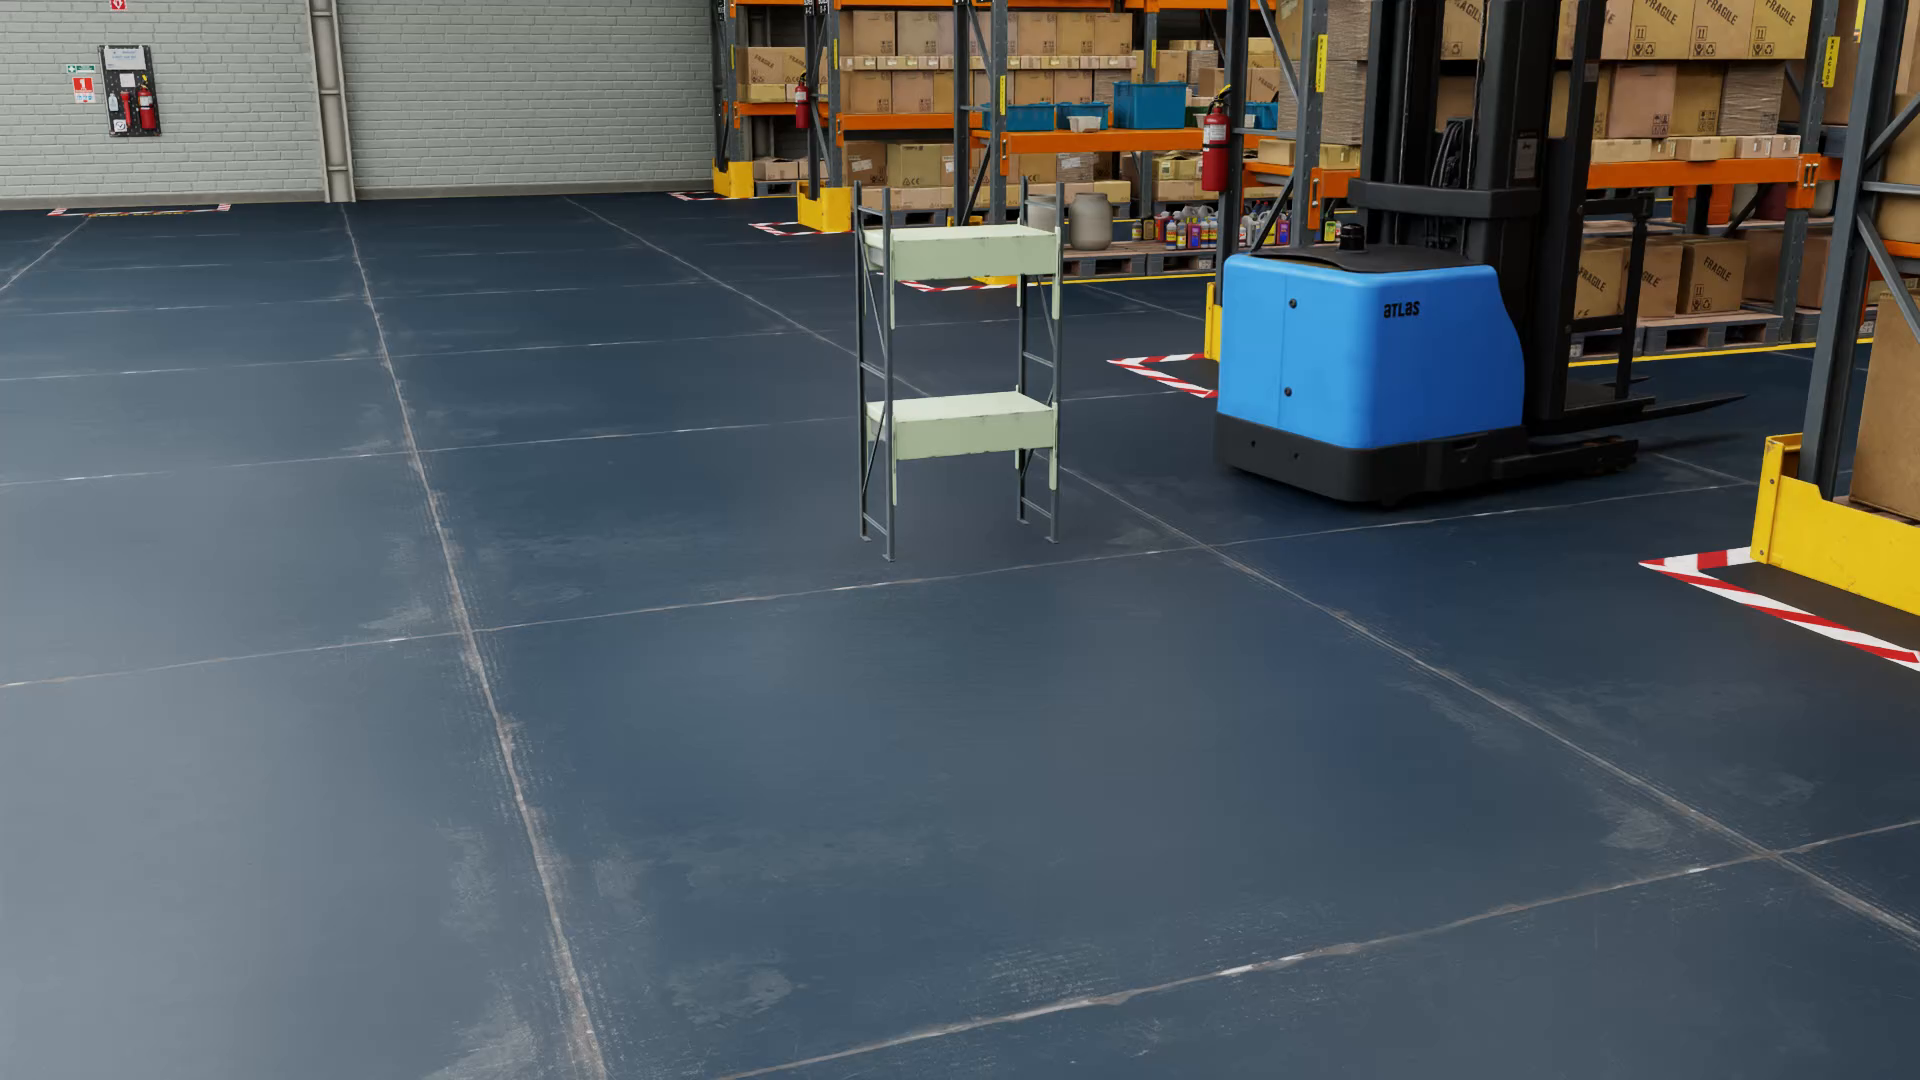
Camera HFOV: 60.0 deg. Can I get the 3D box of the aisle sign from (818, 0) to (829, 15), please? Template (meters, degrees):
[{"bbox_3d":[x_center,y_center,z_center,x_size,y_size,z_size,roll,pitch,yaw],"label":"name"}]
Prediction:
[{"bbox_3d":[-1.545,-6.322,18.690,0.004,0.787,0.394,-6,17,-20],"label":"aisle sign"}]

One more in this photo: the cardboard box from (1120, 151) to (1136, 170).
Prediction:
[{"bbox_3d":[2.471,-6.118,26.265,0.500,0.500,0.700,-6,17,-20],"label":"cardboard box"}]

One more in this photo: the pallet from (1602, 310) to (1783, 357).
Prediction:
[{"bbox_3d":[5.069,-1.544,11.981,1.213,0.211,1.003,-6,17,-20],"label":"pallet"}]

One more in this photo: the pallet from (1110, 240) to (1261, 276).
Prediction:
[{"bbox_3d":[2.128,-2.743,16.065,1.213,0.211,1.003,-6,17,-20],"label":"pallet"}]

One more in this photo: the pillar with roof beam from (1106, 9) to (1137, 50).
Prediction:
[{"bbox_3d":[4.118,-9.114,22.164,0.400,9.000,9.100,-6,17,-20],"label":"pillar with roof beam"}]

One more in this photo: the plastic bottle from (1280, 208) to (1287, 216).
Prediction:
[{"bbox_3d":[3.203,-3.185,16.661,0.133,0.283,0.061,-6,17,-20],"label":"plastic bottle"}]

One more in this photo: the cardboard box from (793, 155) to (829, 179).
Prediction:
[{"bbox_3d":[-2.159,-5.490,24.460,0.500,0.311,0.500,-5,17,-15],"label":"cardboard box"}]

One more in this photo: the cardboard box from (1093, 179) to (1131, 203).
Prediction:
[{"bbox_3d":[1.787,-4.343,20.700,0.500,0.250,0.500,-6,17,-20],"label":"cardboard box"}]

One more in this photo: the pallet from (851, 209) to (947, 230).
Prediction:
[{"bbox_3d":[-0.894,-3.912,20.047,1.213,0.211,1.003,-6,17,-20],"label":"pallet"}]

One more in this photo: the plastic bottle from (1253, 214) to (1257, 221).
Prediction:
[{"bbox_3d":[2.871,-3.001,16.035,0.133,0.283,0.061,-6,17,-20],"label":"plastic bottle"}]

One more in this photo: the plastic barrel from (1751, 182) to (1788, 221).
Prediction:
[{"bbox_3d":[9.151,-3.877,18.513,0.708,0.588,0.600,-6,17,-20],"label":"plastic barrel"}]

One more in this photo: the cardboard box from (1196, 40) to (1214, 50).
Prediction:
[{"bbox_3d":[3.790,-7.799,26.225,0.250,0.149,0.380,-9,18,-27],"label":"cardboard box"}]

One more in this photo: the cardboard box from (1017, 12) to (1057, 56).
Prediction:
[{"bbox_3d":[0.790,-6.088,20.026,0.500,0.500,0.700,-6,17,-20],"label":"cardboard box"}]

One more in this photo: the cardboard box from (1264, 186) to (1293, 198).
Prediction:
[{"bbox_3d":[4.043,-4.578,21.500,0.500,0.250,0.500,-6,17,-19],"label":"cardboard box"}]

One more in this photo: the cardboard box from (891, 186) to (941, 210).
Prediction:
[{"bbox_3d":[-0.547,-4.091,19.842,0.500,0.250,0.500,-6,17,-20],"label":"cardboard box"}]

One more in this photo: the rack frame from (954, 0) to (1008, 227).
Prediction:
[{"bbox_3d":[0.176,-3.859,14.914,0.127,3.000,1.000,-6,17,-20],"label":"rack frame"}]

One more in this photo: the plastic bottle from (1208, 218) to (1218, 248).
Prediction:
[{"bbox_3d":[2.394,-2.906,15.732,0.097,0.271,0.097,0,16,0],"label":"plastic bottle"}]

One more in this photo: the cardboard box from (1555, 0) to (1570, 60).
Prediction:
[{"bbox_3d":[3.495,-3.309,10.563,0.500,0.500,0.500,-6,17,-20],"label":"cardboard box"}]

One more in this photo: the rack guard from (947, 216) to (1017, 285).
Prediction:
[{"bbox_3d":[0.230,-2.679,15.335,0.348,0.500,1.175,-6,17,-20],"label":"rack guard"}]

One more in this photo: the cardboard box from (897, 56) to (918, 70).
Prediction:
[{"bbox_3d":[-0.671,-5.556,19.367,0.250,0.149,0.380,-6,17,-20],"label":"cardboard box"}]

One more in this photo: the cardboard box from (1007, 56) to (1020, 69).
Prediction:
[{"bbox_3d":[0.531,-5.686,19.808,0.250,0.149,0.380,-6,17,-18],"label":"cardboard box"}]

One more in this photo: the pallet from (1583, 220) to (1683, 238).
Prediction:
[{"bbox_3d":[6.909,-3.259,17.823,1.213,0.211,1.003,-6,17,-20],"label":"pallet"}]

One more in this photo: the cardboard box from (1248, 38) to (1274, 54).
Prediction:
[{"bbox_3d":[4.644,-7.813,26.308,0.500,0.250,0.500,-6,17,-19],"label":"cardboard box"}]

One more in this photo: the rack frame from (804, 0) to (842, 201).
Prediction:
[{"bbox_3d":[-1.593,-5.162,19.354,0.127,3.000,1.000,-6,17,-20],"label":"rack frame"}]

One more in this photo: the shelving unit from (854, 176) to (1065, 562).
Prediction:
[{"bbox_3d":[-0.006,-0.719,6.885,0.755,1.500,0.431,-6,17,-20],"label":"shelving unit"}]

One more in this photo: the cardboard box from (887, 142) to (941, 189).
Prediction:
[{"bbox_3d":[-0.547,-4.451,19.734,0.500,0.500,0.500,-6,17,-20],"label":"cardboard box"}]

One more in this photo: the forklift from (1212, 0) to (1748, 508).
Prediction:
[{"bbox_3d":[2.777,-1.838,8.157,3.031,2.935,1.130,-9,19,-29],"label":"forklift"}]

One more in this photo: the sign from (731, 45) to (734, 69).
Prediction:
[{"bbox_3d":[-3.175,-6.738,23.183,0.005,0.325,0.100,-6,17,-20],"label":"sign"}]

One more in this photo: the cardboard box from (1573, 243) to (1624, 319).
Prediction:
[{"bbox_3d":[4.211,-1.788,11.555,0.500,0.500,0.500,-8,18,-25],"label":"cardboard box"}]

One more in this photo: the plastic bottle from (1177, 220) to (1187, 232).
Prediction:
[{"bbox_3d":[2.170,-3.029,16.274,0.097,0.201,0.097,0,16,0],"label":"plastic bottle"}]

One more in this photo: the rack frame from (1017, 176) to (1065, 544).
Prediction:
[{"bbox_3d":[0.336,-0.756,7.010,0.023,1.500,0.400,-6,17,-20],"label":"rack frame"}]

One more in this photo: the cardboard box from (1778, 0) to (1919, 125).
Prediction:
[{"bbox_3d":[6.475,-3.491,11.854,1.000,1.000,1.000,-6,17,-20],"label":"cardboard box"}]

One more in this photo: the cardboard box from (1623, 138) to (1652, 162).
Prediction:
[{"bbox_3d":[4.403,-2.626,11.164,0.250,0.149,0.380,-6,17,-20],"label":"cardboard box"}]

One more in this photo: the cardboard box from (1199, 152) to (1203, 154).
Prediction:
[{"bbox_3d":[3.368,-4.937,21.726,0.500,0.311,0.500,-6,17,-20],"label":"cardboard box"}]

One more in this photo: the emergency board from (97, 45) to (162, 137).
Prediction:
[{"bbox_3d":[-10.949,-5.919,21.932,0.643,1.169,0.194,-6,17,-20],"label":"emergency board"}]

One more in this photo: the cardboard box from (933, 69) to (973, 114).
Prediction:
[{"bbox_3d":[-0.198,-5.357,19.838,0.500,0.500,0.700,-6,17,-20],"label":"cardboard box"}]

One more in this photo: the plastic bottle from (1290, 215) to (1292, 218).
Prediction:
[{"bbox_3d":[3.362,-3.203,16.868,0.097,0.201,0.097,0,16,0],"label":"plastic bottle"}]

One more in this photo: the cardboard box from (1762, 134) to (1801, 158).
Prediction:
[{"bbox_3d":[5.587,-2.739,11.548,0.250,0.149,0.380,-6,17,-20],"label":"cardboard box"}]

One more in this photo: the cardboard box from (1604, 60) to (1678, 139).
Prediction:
[{"bbox_3d":[4.330,-3.002,11.293,0.500,0.500,0.875,-6,17,-20],"label":"cardboard box"}]

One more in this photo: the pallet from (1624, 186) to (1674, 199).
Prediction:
[{"bbox_3d":[10.254,-5.103,24.101,1.213,0.211,1.003,-6,17,-20],"label":"pallet"}]

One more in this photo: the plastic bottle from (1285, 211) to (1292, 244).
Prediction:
[{"bbox_3d":[3.233,-3.042,16.054,0.185,0.351,0.144,-7,18,-23],"label":"plastic bottle"}]

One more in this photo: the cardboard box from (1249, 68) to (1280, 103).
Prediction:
[{"bbox_3d":[3.824,-5.790,21.315,0.500,0.500,0.500,-6,17,-20],"label":"cardboard box"}]

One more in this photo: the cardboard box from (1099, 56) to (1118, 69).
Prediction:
[{"bbox_3d":[1.733,-5.817,20.253,0.250,0.149,0.380,-7,18,-21],"label":"cardboard box"}]

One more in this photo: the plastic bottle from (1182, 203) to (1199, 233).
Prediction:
[{"bbox_3d":[2.262,-3.149,16.419,0.185,0.351,0.144,-5,17,-18],"label":"plastic bottle"}]

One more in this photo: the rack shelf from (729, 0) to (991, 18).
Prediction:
[{"bbox_3d":[-1.502,-7.761,24.156,4.000,0.370,1.077,-6,17,-20],"label":"rack shelf"}]

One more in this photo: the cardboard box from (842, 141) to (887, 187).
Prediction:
[{"bbox_3d":[-1.199,-4.537,20.027,0.500,0.500,0.500,-6,17,-20],"label":"cardboard box"}]

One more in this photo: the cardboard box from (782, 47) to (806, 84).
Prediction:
[{"bbox_3d":[-2.351,-6.779,23.759,0.500,0.500,0.500,-6,17,-20],"label":"cardboard box"}]

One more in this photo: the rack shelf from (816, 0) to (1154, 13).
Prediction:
[{"bbox_3d":[0.274,-6.458,19.719,4.000,0.370,1.077,-6,17,-20],"label":"rack shelf"}]

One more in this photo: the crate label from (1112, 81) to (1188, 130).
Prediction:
[{"bbox_3d":[1.798,-4.132,15.784,0.616,0.435,0.502,-6,17,-20],"label":"crate label"}]

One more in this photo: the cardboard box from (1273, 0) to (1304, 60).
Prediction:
[{"bbox_3d":[2.373,-3.346,10.690,0.500,0.500,0.500,-6,17,-20],"label":"cardboard box"}]

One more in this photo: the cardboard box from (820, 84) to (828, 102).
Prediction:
[{"bbox_3d":[-1.842,-6.474,24.053,0.500,0.250,0.500,-6,18,-21],"label":"cardboard box"}]

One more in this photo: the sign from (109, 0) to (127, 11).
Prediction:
[{"bbox_3d":[-10.992,-7.057,21.692,0.199,0.298,0.001,-6,17,-20],"label":"sign"}]

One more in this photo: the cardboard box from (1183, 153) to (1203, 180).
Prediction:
[{"bbox_3d":[3.086,-4.742,21.062,0.500,0.311,0.500,-6,18,-21],"label":"cardboard box"}]
